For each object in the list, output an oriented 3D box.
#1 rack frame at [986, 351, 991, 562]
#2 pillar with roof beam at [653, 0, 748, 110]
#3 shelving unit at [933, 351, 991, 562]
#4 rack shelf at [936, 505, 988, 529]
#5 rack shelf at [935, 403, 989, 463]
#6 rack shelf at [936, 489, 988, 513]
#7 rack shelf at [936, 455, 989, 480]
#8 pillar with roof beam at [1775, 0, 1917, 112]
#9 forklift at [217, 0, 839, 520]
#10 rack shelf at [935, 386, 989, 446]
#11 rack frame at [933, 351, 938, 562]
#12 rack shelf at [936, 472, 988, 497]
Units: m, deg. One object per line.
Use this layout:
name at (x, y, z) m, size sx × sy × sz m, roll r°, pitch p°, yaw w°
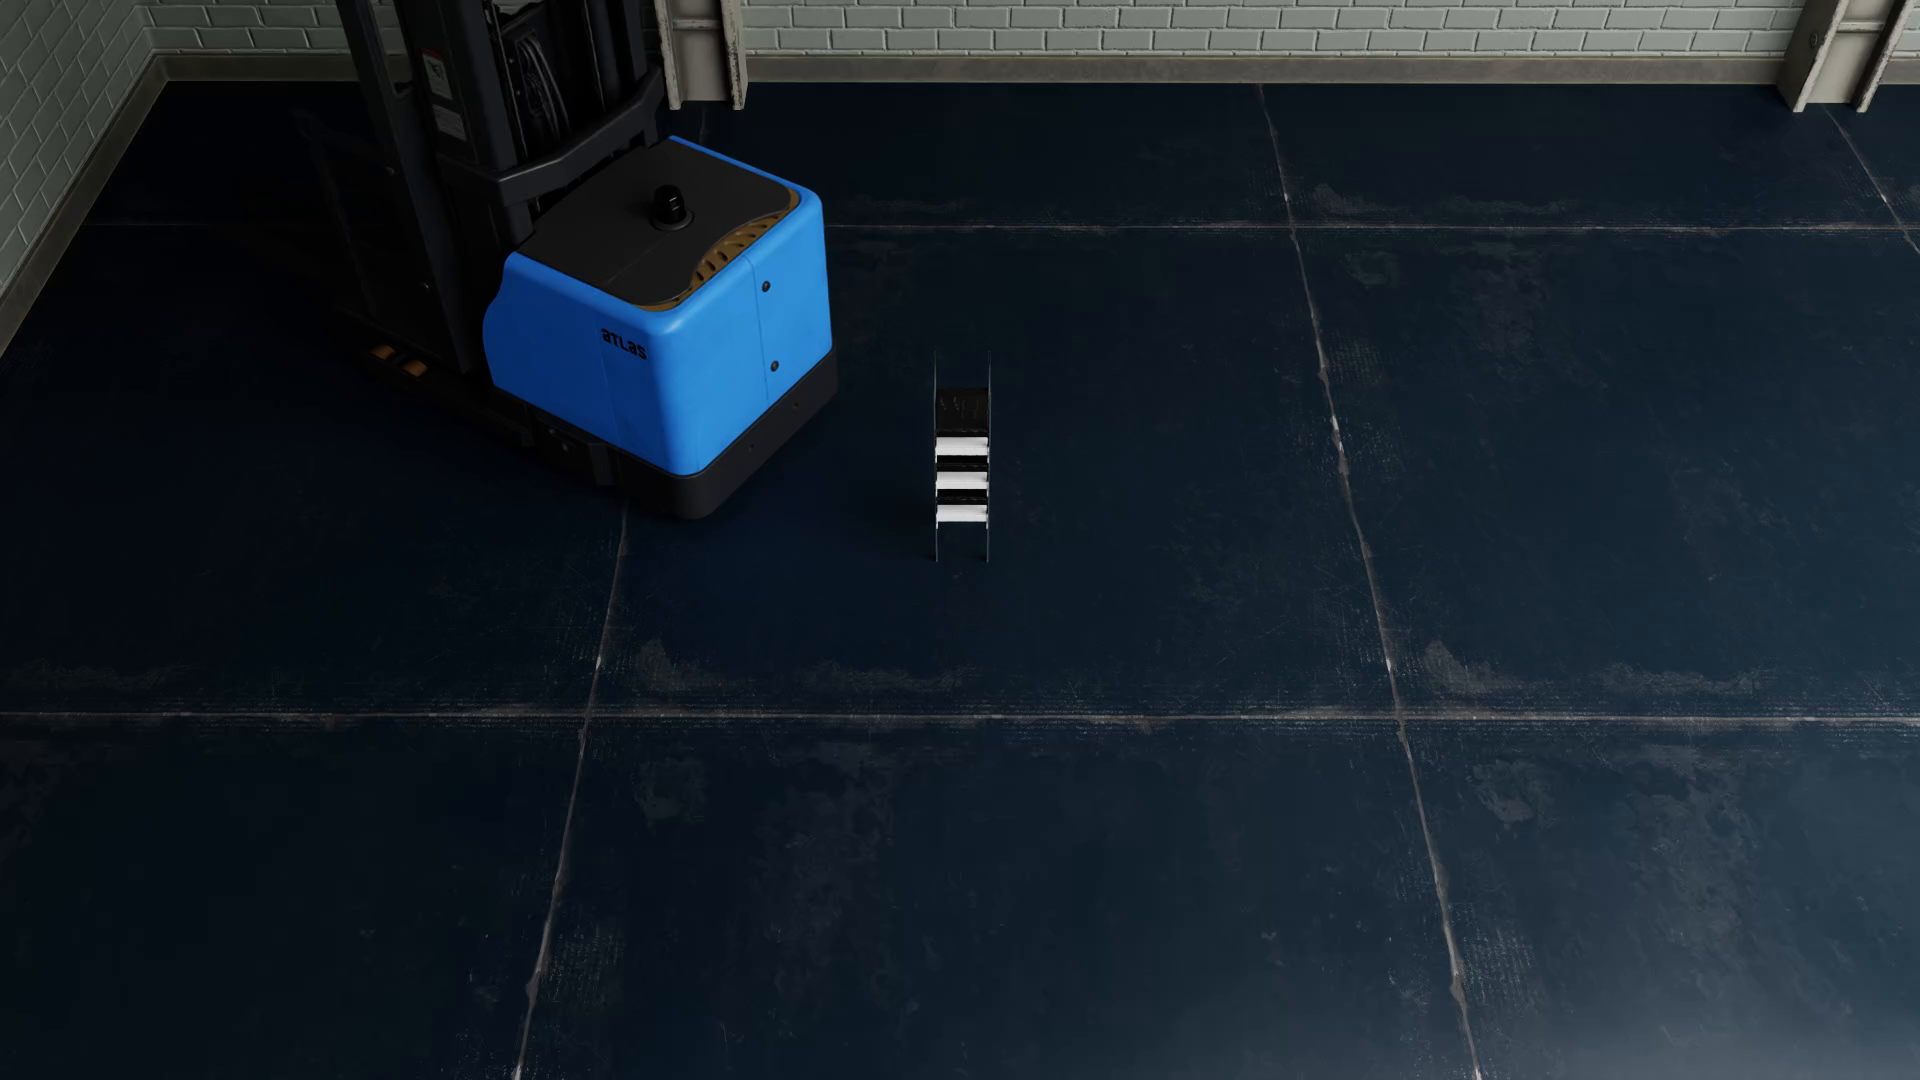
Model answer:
rack frame at (0.110, -0.306, 6.420) m, size 0.006 × 0.900 × 0.240 m, roll 0°, pitch 47°, yaw 0°
pillar with roof beam at (-1.374, -2.329, 2.770) m, size 0.400 × 9.000 × 9.100 m, roll 0°, pitch 47°, yaw 0°
shelving unit at (0.008, -0.307, 6.421) m, size 0.210 × 0.900 × 0.258 m, roll 0°, pitch 47°, yaw 0°
rack shelf at (0.008, -0.161, 6.577) m, size 0.200 × 0.077 × 0.258 m, roll 0°, pitch 47°, yaw 0°
rack shelf at (0.008, -0.406, 6.313) m, size 0.200 × 0.077 × 0.258 m, roll 0°, pitch 47°, yaw 0°
rack shelf at (0.008, -0.223, 6.511) m, size 0.200 × 0.077 × 0.258 m, roll 0°, pitch 47°, yaw 0°
rack shelf at (0.008, -0.345, 6.379) m, size 0.200 × 0.077 × 0.258 m, roll 0°, pitch 47°, yaw 0°
pillar with roof beam at (4.626, -2.313, 2.755) m, size 0.400 × 9.000 × 9.100 m, roll 0°, pitch 47°, yaw 0°
forklift at (-2.045, -1.926, 6.541) m, size 3.031 × 2.935 × 1.130 m, roll 25°, pitch 52°, yaw 22°
rack shelf at (0.008, -0.468, 6.247) m, size 0.200 × 0.077 × 0.258 m, roll 0°, pitch 47°, yaw 0°
rack frame at (-0.094, -0.307, 6.421) m, size 0.006 × 0.900 × 0.240 m, roll 0°, pitch 47°, yaw 0°
rack shelf at (0.008, -0.284, 6.445) m, size 0.200 × 0.077 × 0.258 m, roll 0°, pitch 47°, yaw 0°
